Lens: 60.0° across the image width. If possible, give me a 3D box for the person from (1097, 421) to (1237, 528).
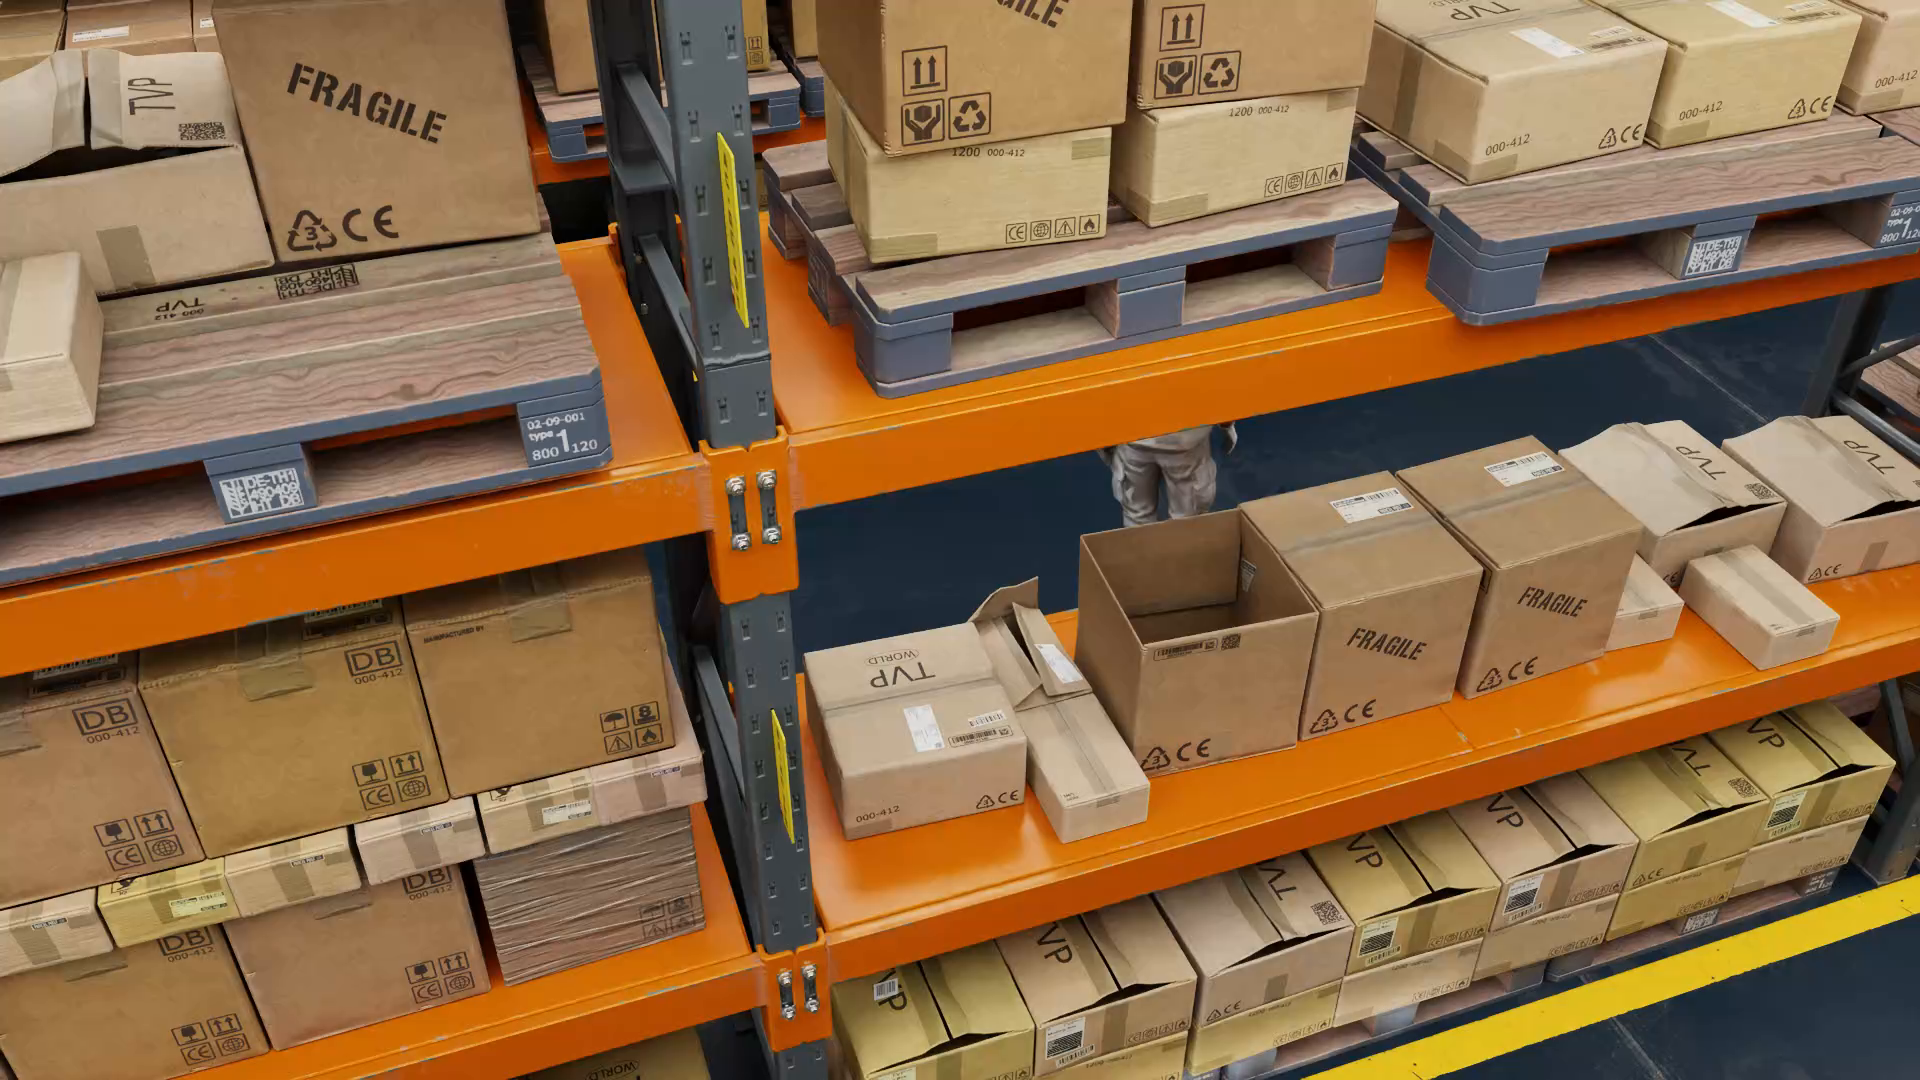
[{"bbox_3d":[0.858,-0.409,6.637,0.660,1.787,0.418,10,39,13],"label":"person"}]
